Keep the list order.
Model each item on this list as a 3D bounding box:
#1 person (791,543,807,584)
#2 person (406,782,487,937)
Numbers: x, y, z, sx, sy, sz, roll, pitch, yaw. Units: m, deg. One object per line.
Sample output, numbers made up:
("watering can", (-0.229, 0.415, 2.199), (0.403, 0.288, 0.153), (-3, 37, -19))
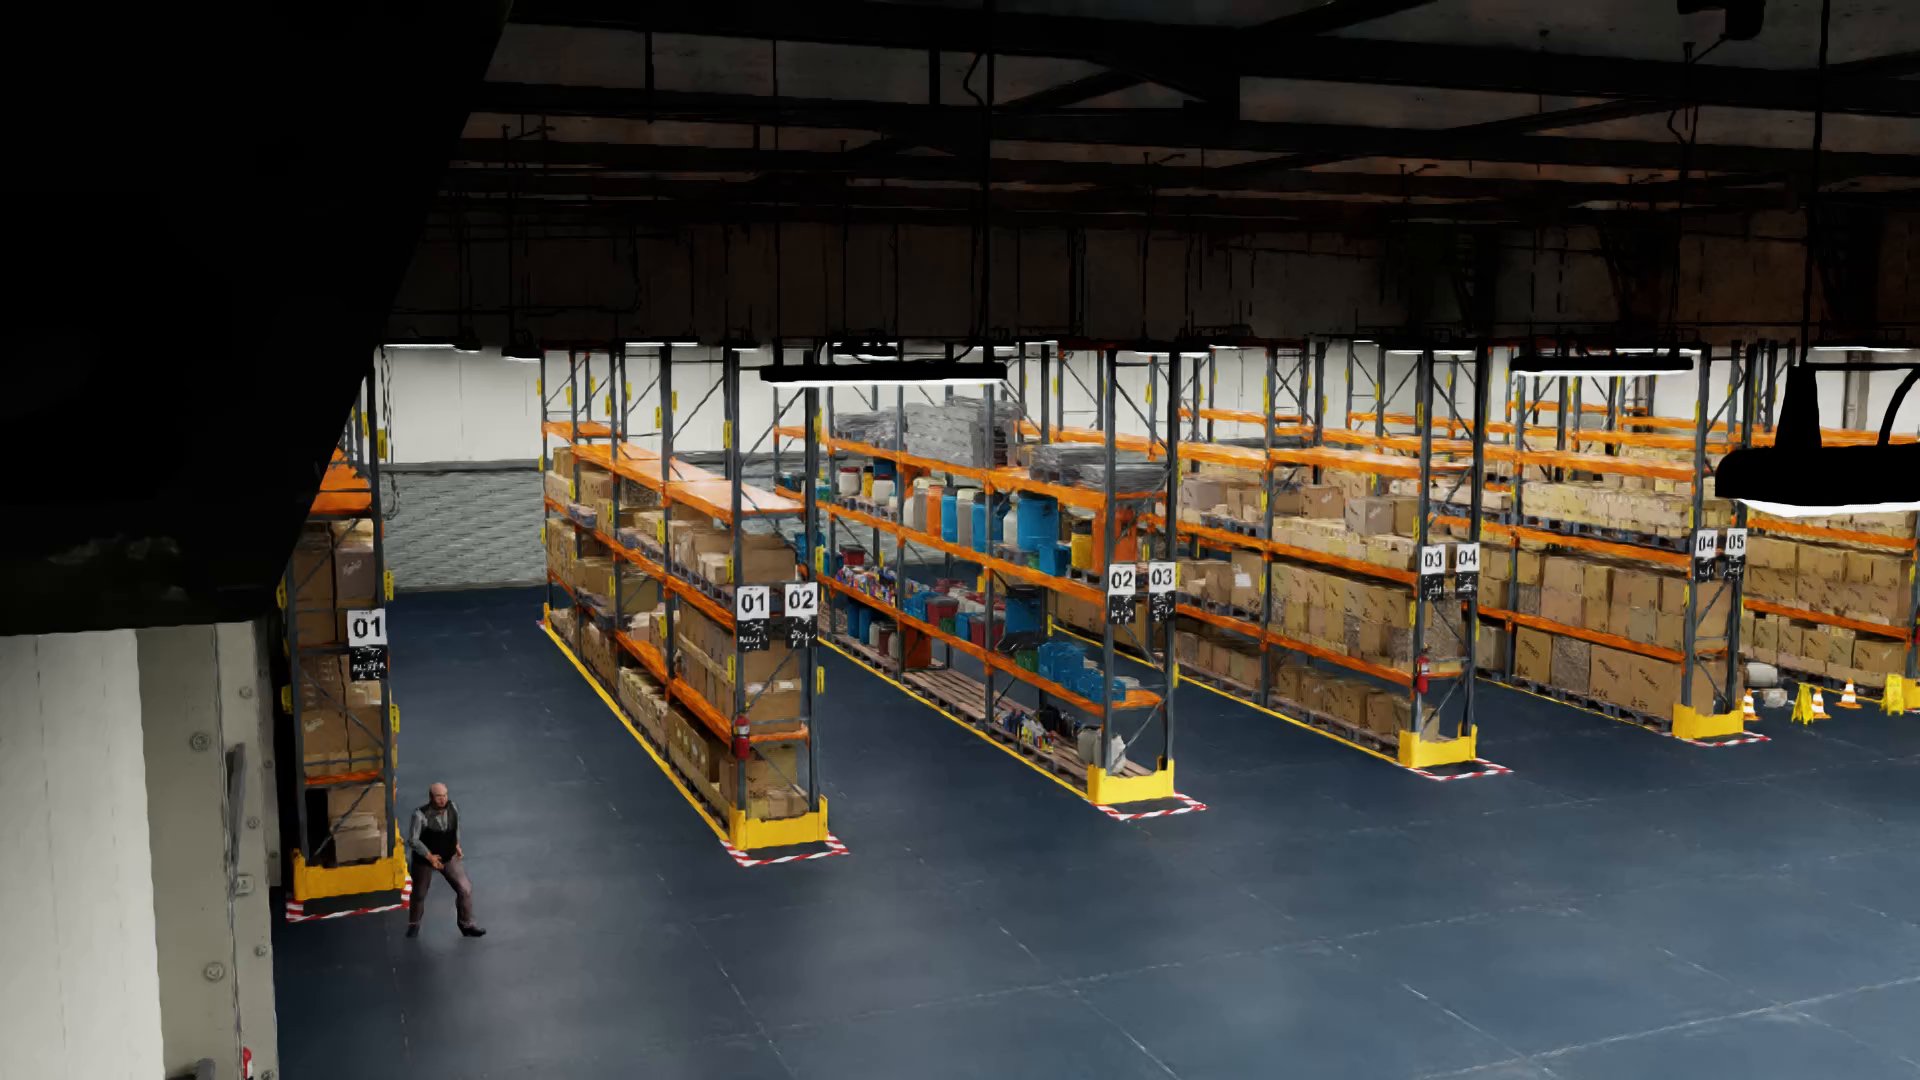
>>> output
("person", (-3.531, 0.880, 35.464), (0.584, 1.696, 0.987), (0, 7, 0))
("person", (-5.383, 3.284, 17.131), (0.684, 1.663, 0.795), (-7, 10, -41))
